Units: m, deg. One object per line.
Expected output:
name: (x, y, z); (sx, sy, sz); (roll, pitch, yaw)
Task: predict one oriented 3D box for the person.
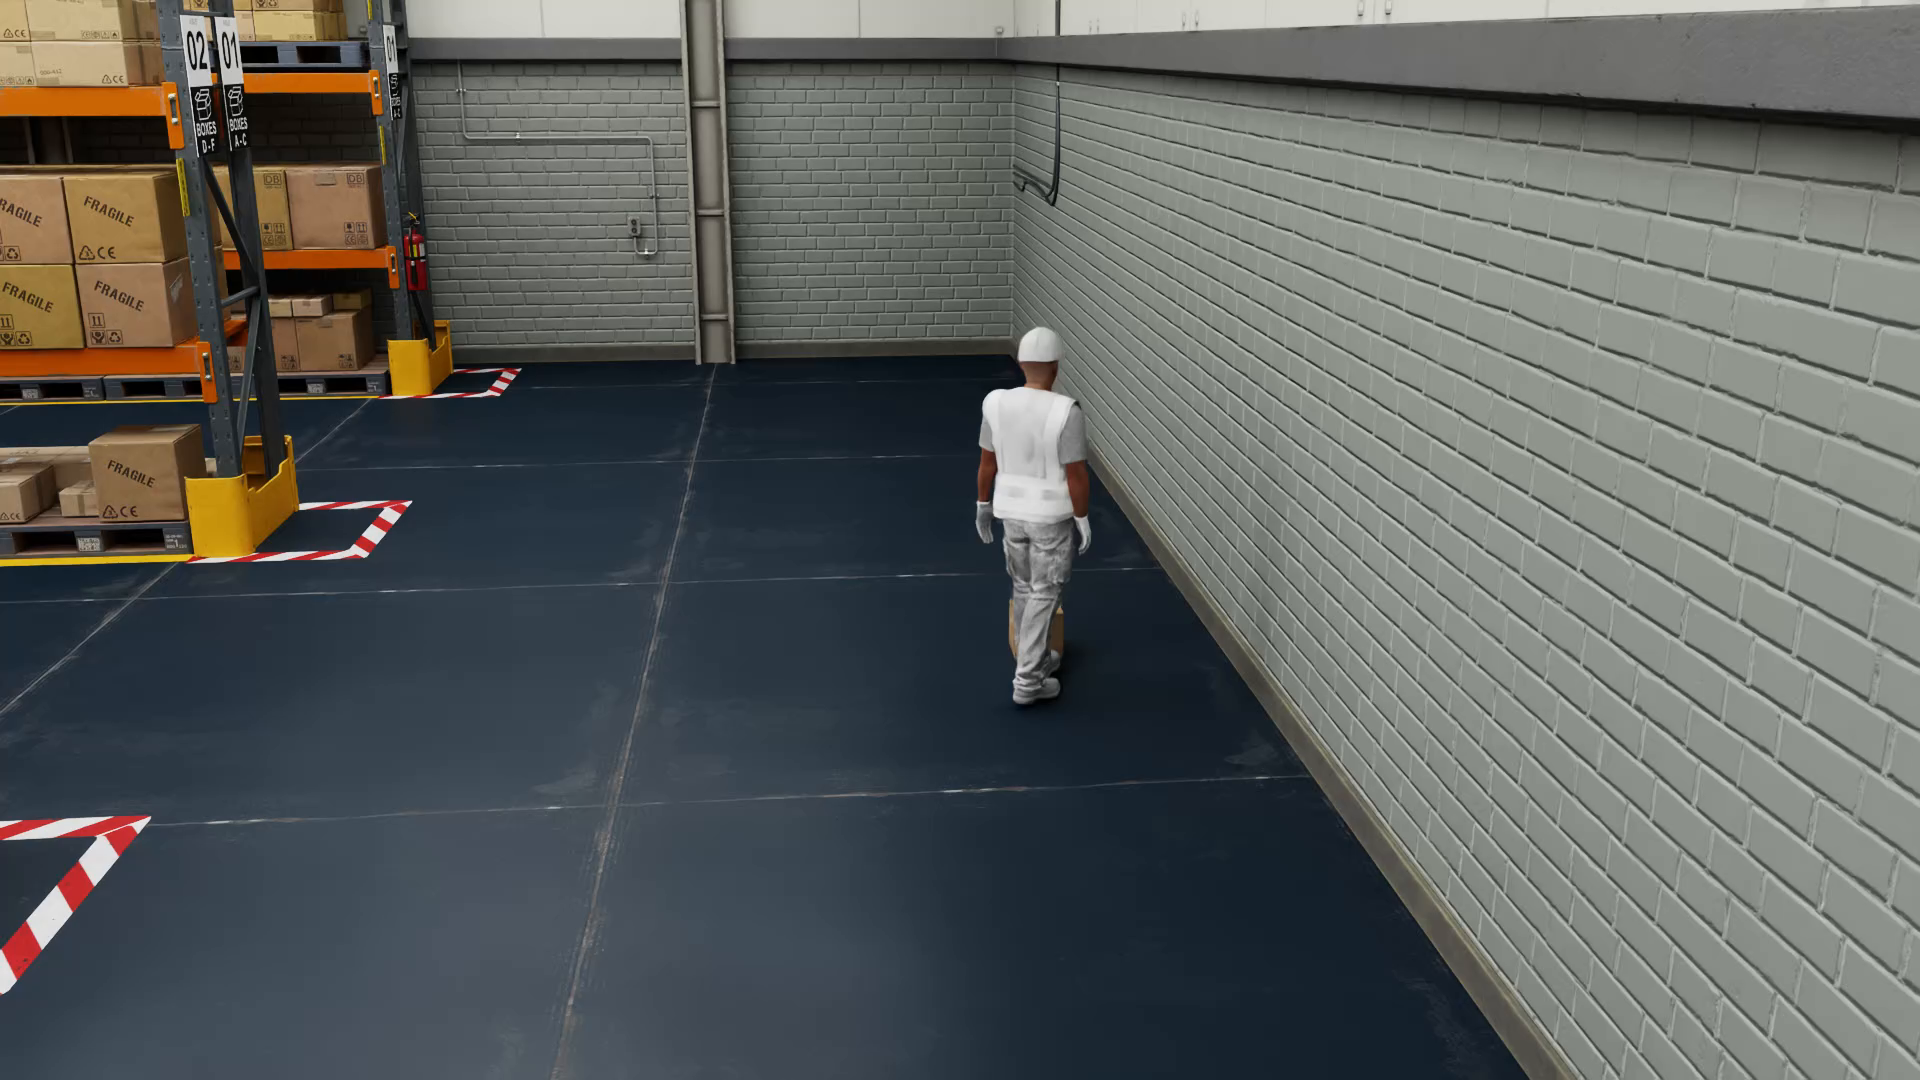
person: (0.385, -0.135, 7.936); (0.574, 1.787, 0.612); (10, 19, 30)
